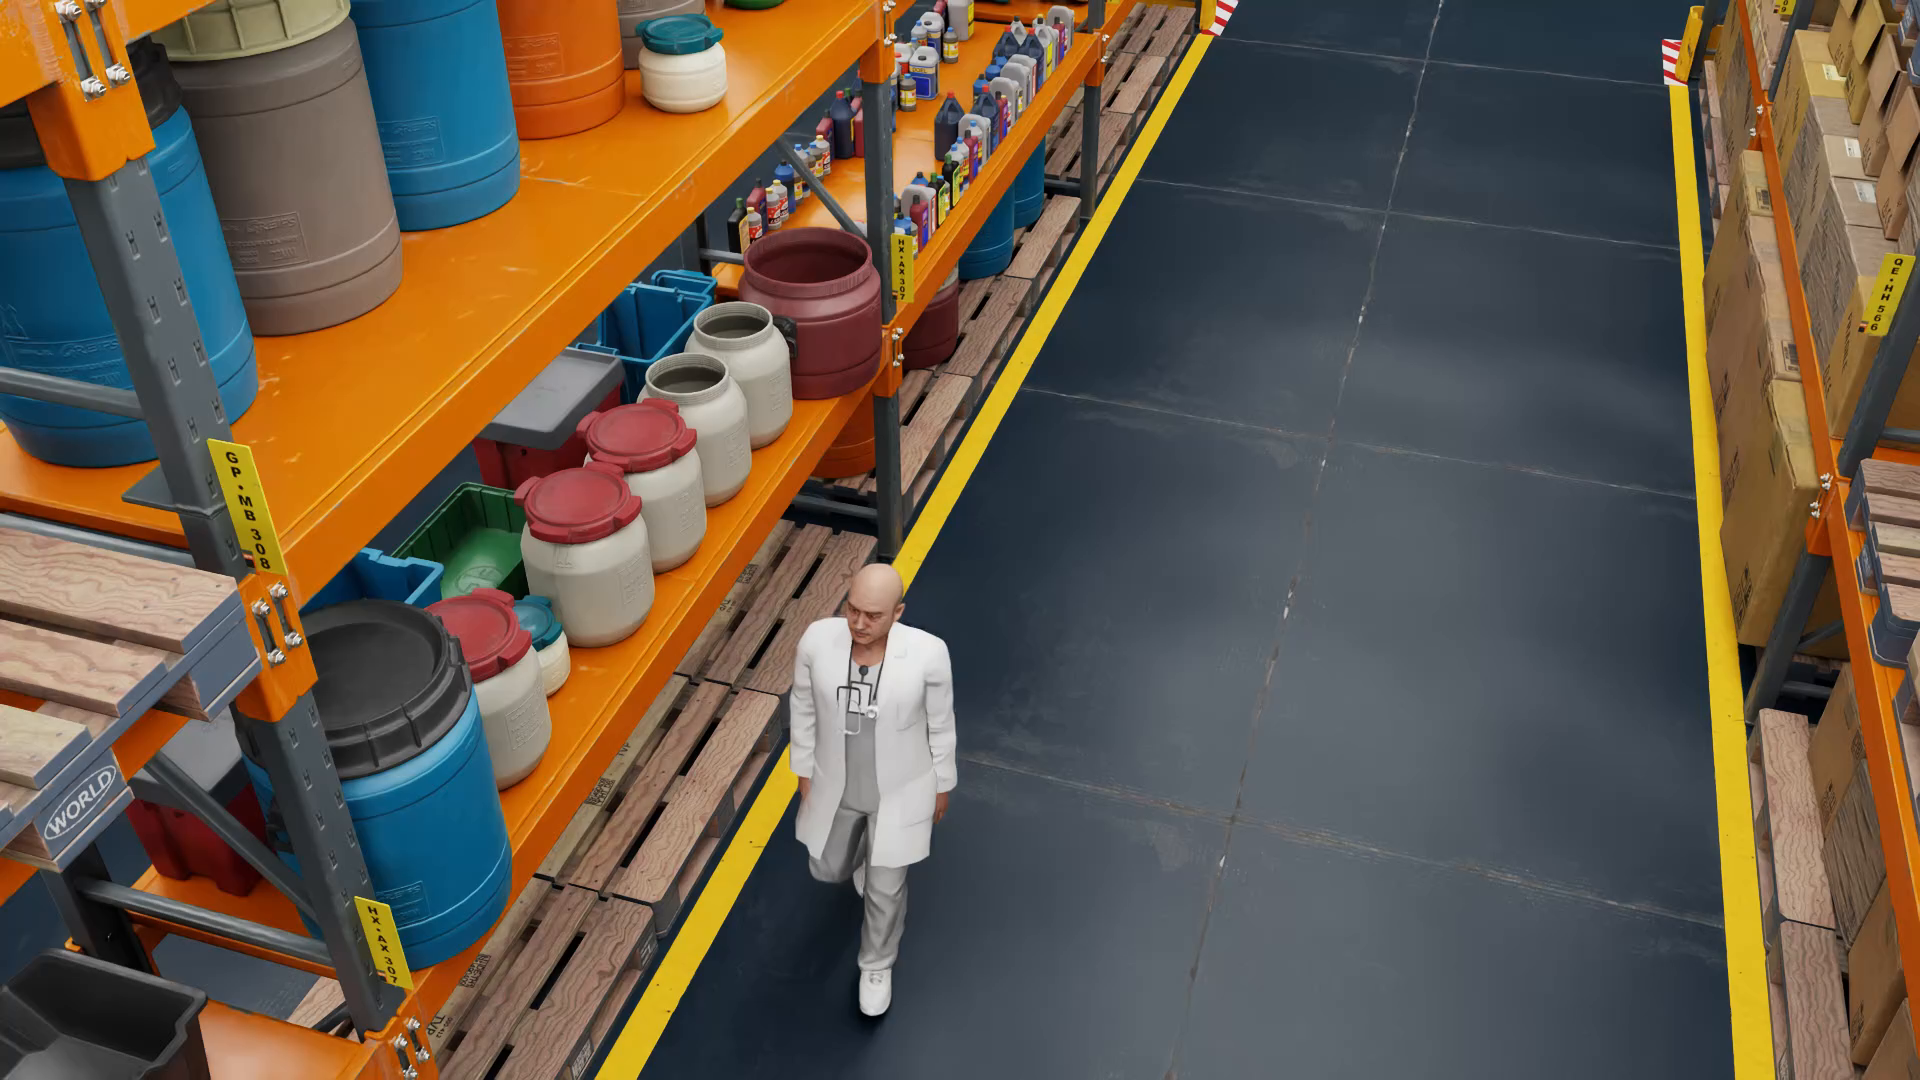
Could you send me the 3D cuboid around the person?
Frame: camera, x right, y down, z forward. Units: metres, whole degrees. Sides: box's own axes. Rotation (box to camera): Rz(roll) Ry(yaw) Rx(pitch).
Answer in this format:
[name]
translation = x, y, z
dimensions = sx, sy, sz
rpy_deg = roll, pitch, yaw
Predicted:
[person]
translation = -0.302, 0.823, 5.764
dimensions = 0.586, 1.760, 0.708
rpy_deg = 8, 37, 10
